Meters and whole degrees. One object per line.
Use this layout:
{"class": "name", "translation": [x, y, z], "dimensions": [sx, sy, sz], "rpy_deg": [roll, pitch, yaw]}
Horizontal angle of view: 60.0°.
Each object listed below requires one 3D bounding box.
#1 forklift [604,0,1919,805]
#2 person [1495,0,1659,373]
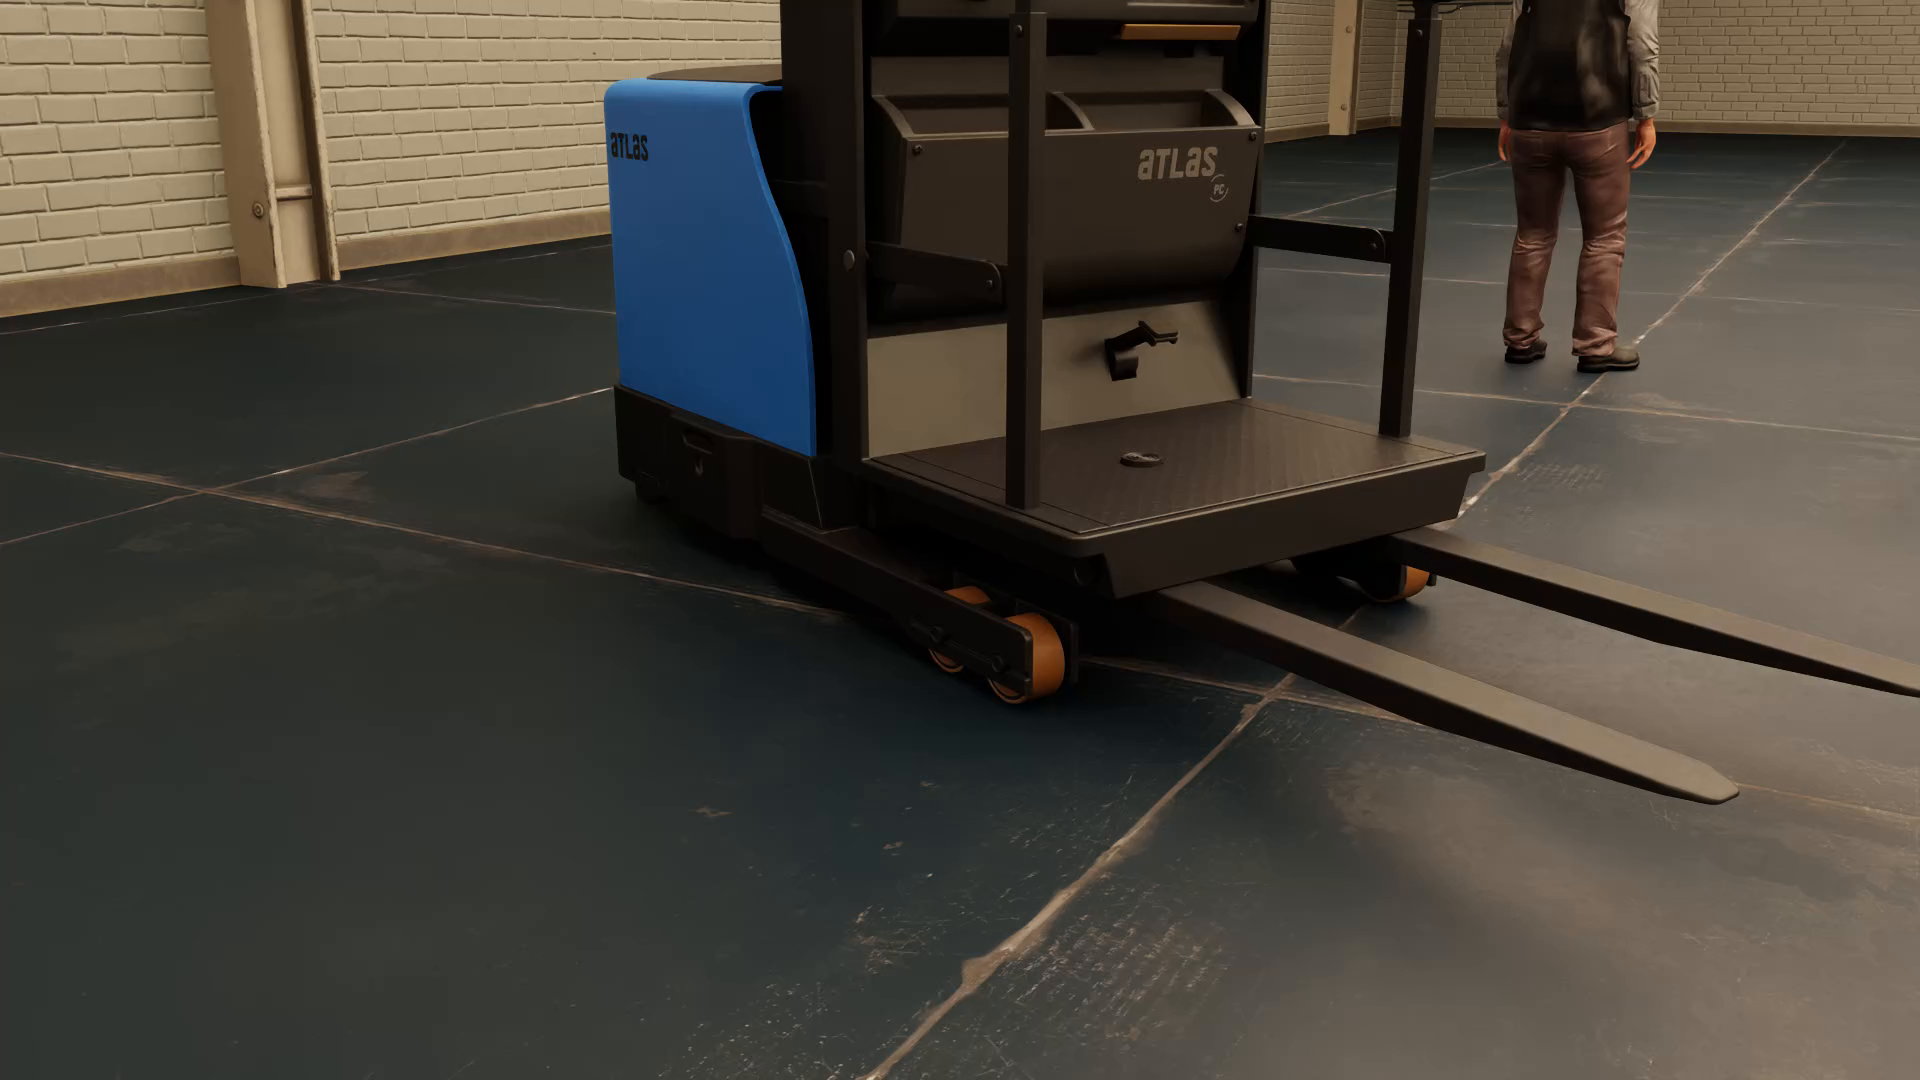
{"class": "forklift", "translation": [0.361, -1.262, 3.137], "dimensions": [1.130, 2.935, 3.031], "rpy_deg": [-11, 20, -34]}
{"class": "person", "translation": [2.233, -1.495, 6.074], "dimensions": [0.594, 1.721, 0.422], "rpy_deg": [14, 22, 40]}
